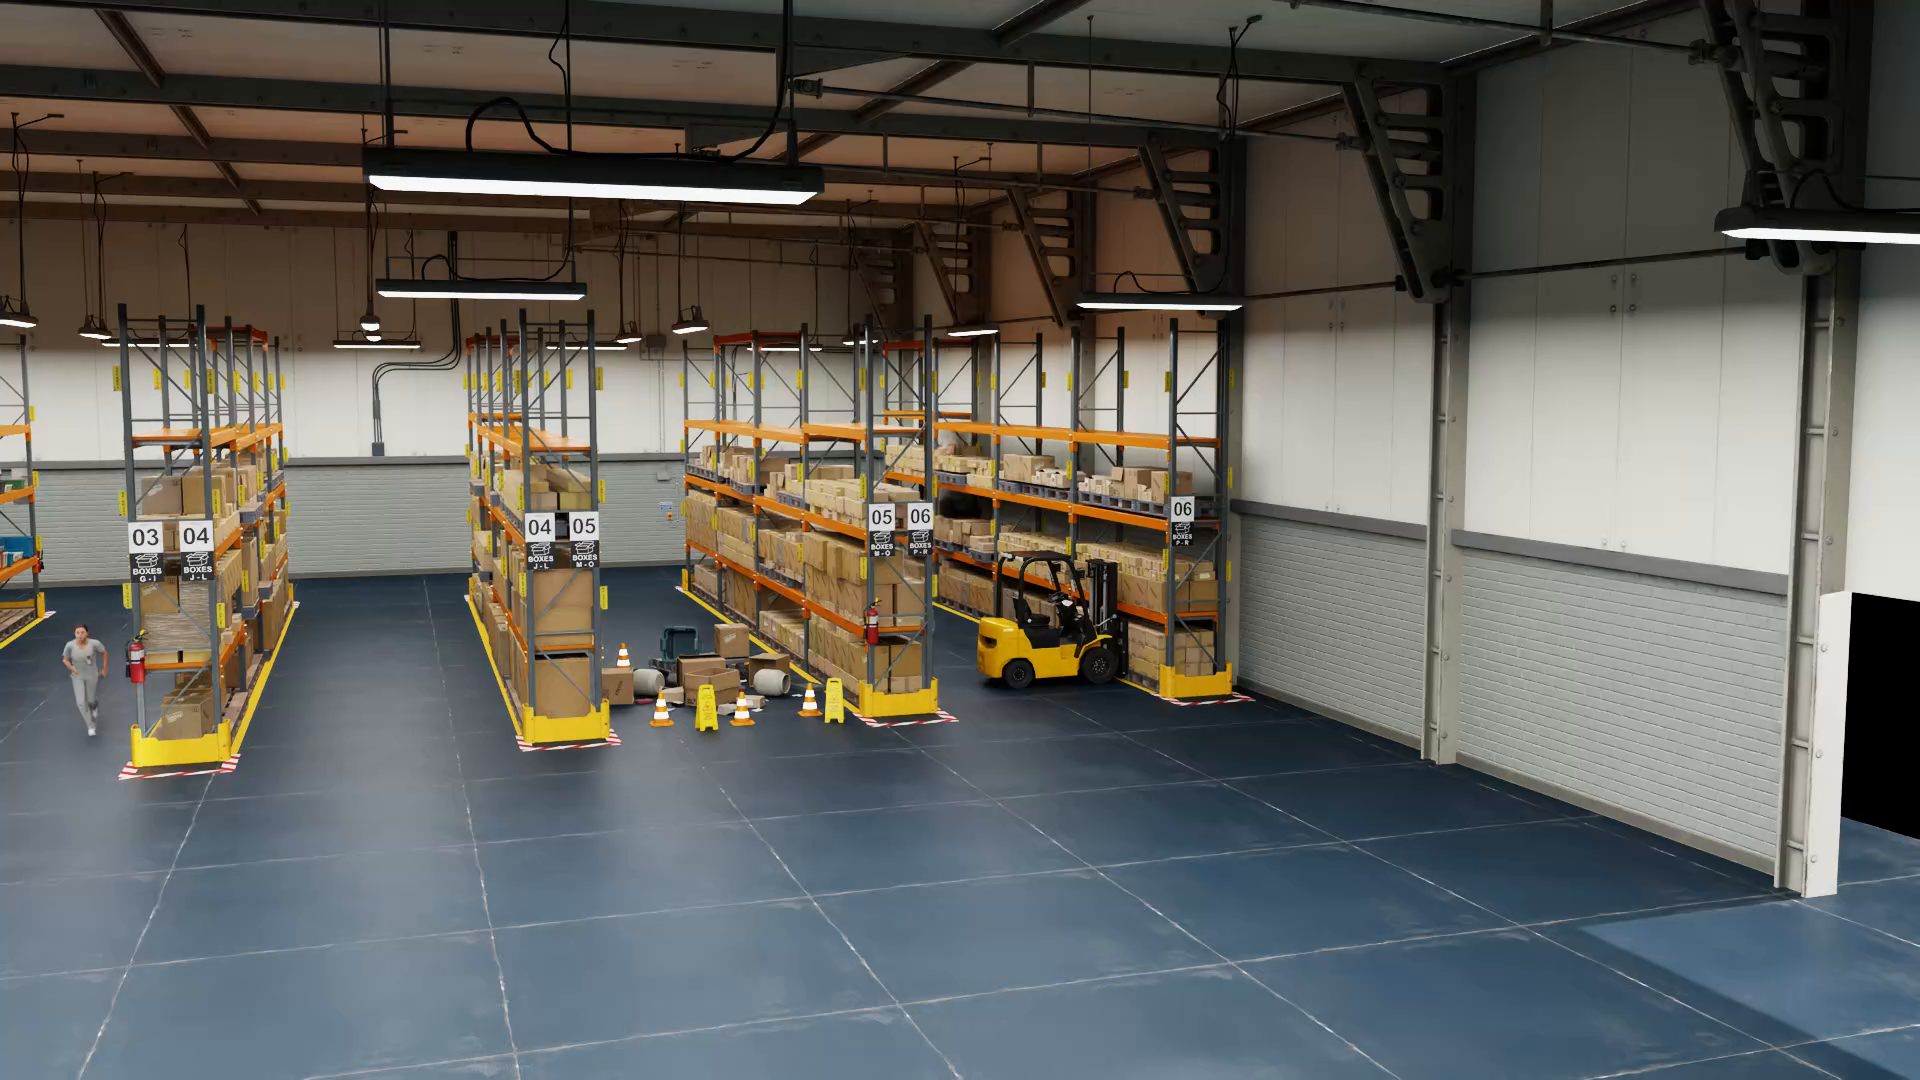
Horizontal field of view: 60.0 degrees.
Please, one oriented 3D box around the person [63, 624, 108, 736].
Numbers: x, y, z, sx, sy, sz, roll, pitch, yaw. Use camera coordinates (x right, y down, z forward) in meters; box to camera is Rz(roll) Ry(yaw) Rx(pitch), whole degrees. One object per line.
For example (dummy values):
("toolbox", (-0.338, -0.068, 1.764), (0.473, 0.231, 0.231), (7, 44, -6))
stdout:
("person", (-12.438, 1.969, 23.675), (0.549, 1.612, 0.713), (-2, 6, -16))
